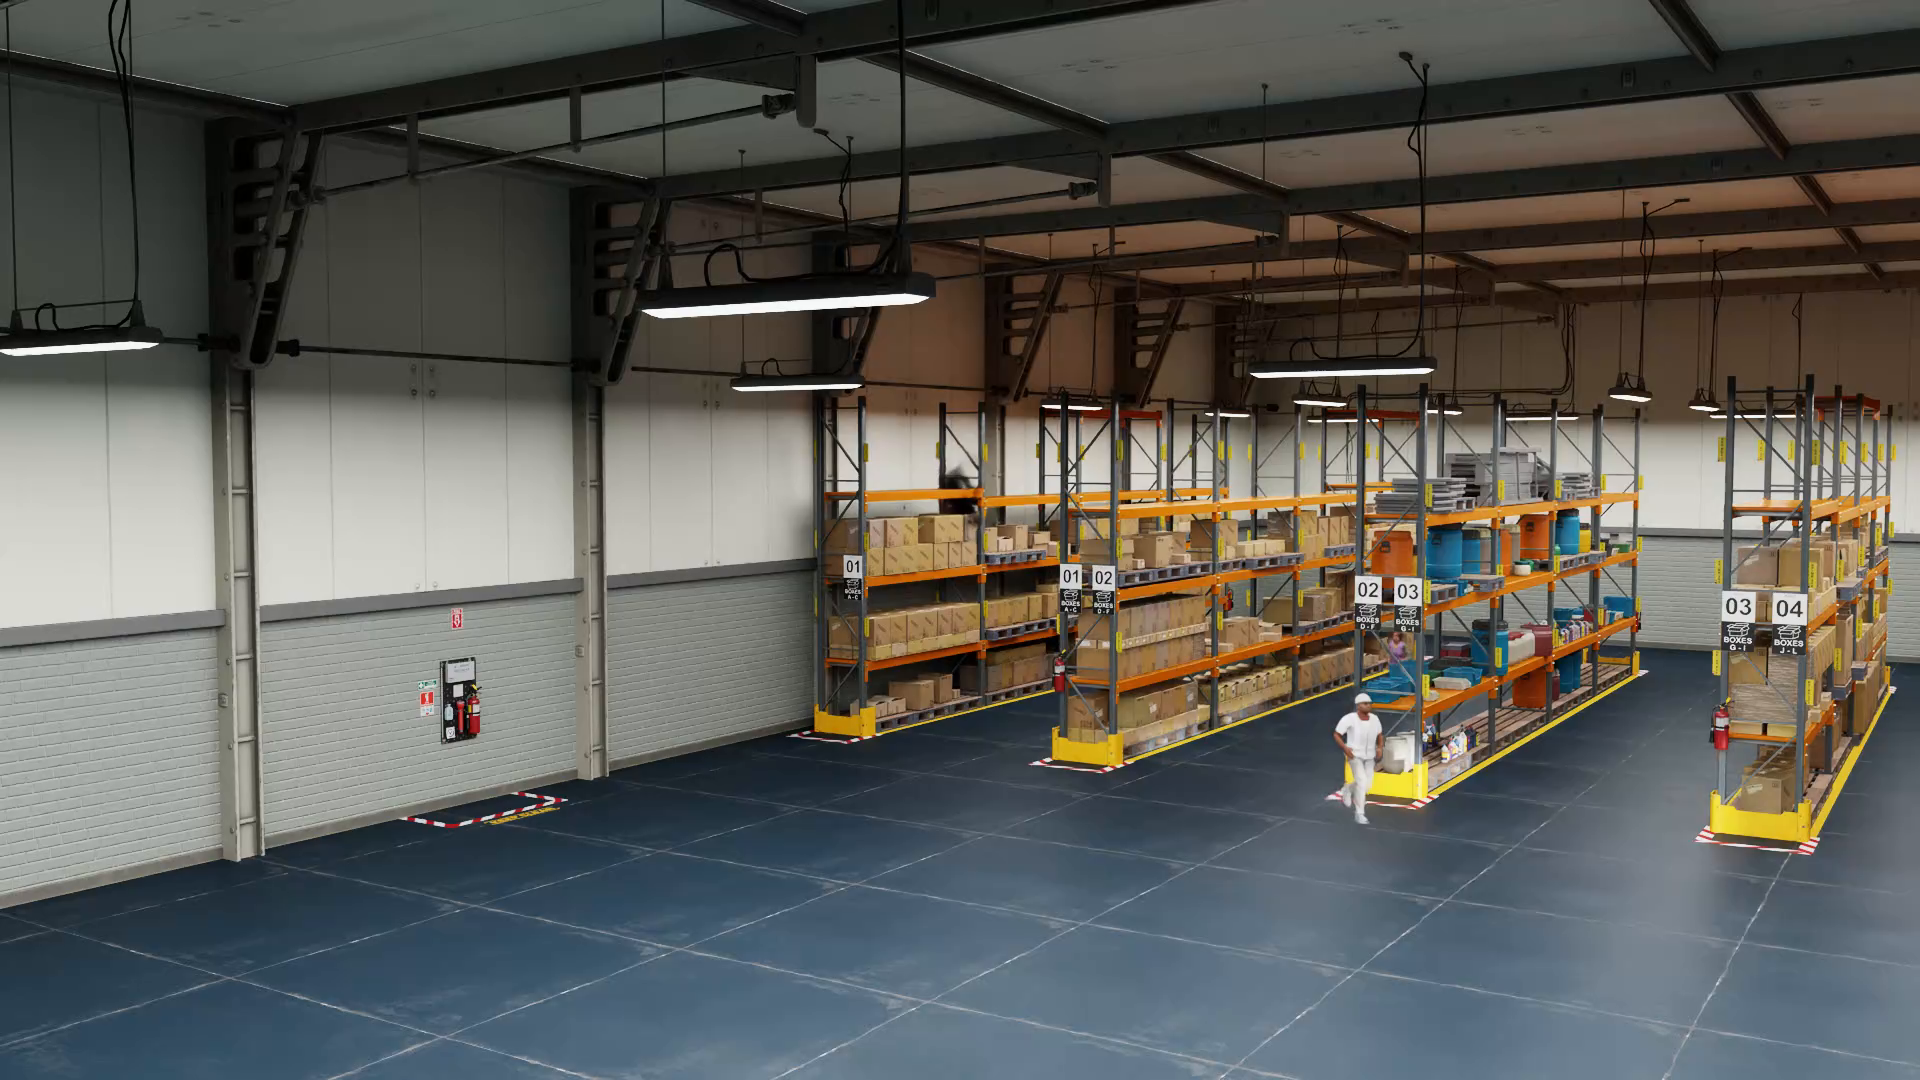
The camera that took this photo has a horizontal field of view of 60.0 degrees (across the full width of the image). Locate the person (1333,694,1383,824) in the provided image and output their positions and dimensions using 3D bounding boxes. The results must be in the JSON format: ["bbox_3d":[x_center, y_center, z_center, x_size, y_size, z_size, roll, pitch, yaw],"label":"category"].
[{"bbox_3d":[5.459,2.955,22.775,0.735,1.738,0.745,-1,3,-19],"label":"person"}]

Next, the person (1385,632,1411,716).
[{"bbox_3d":[8.375,2.544,31.846,0.525,1.622,0.715,1,3,24],"label":"person"}]
